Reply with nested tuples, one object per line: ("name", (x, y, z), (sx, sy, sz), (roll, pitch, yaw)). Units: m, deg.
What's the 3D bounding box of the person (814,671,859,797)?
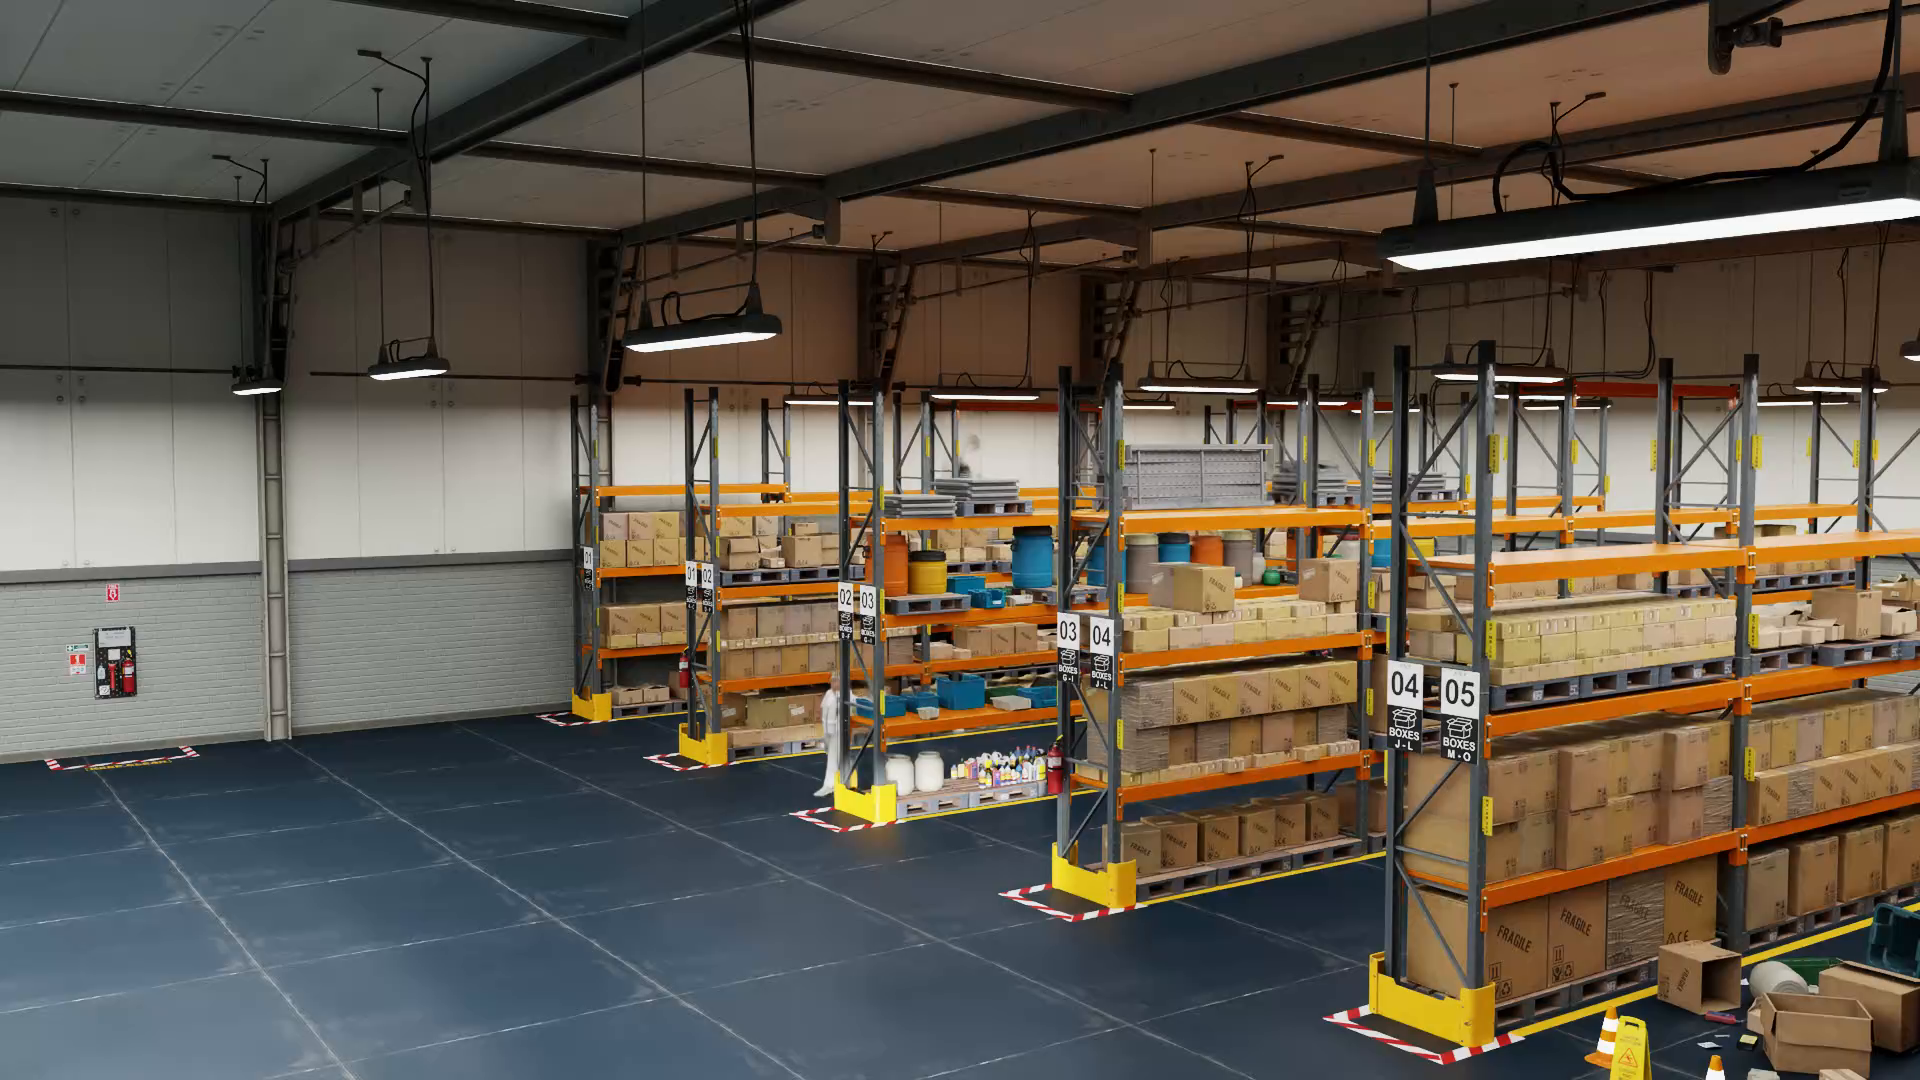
("person", (-1.799, 2.791, 24.316), (0.661, 1.771, 0.985), (3, 5, 44))
